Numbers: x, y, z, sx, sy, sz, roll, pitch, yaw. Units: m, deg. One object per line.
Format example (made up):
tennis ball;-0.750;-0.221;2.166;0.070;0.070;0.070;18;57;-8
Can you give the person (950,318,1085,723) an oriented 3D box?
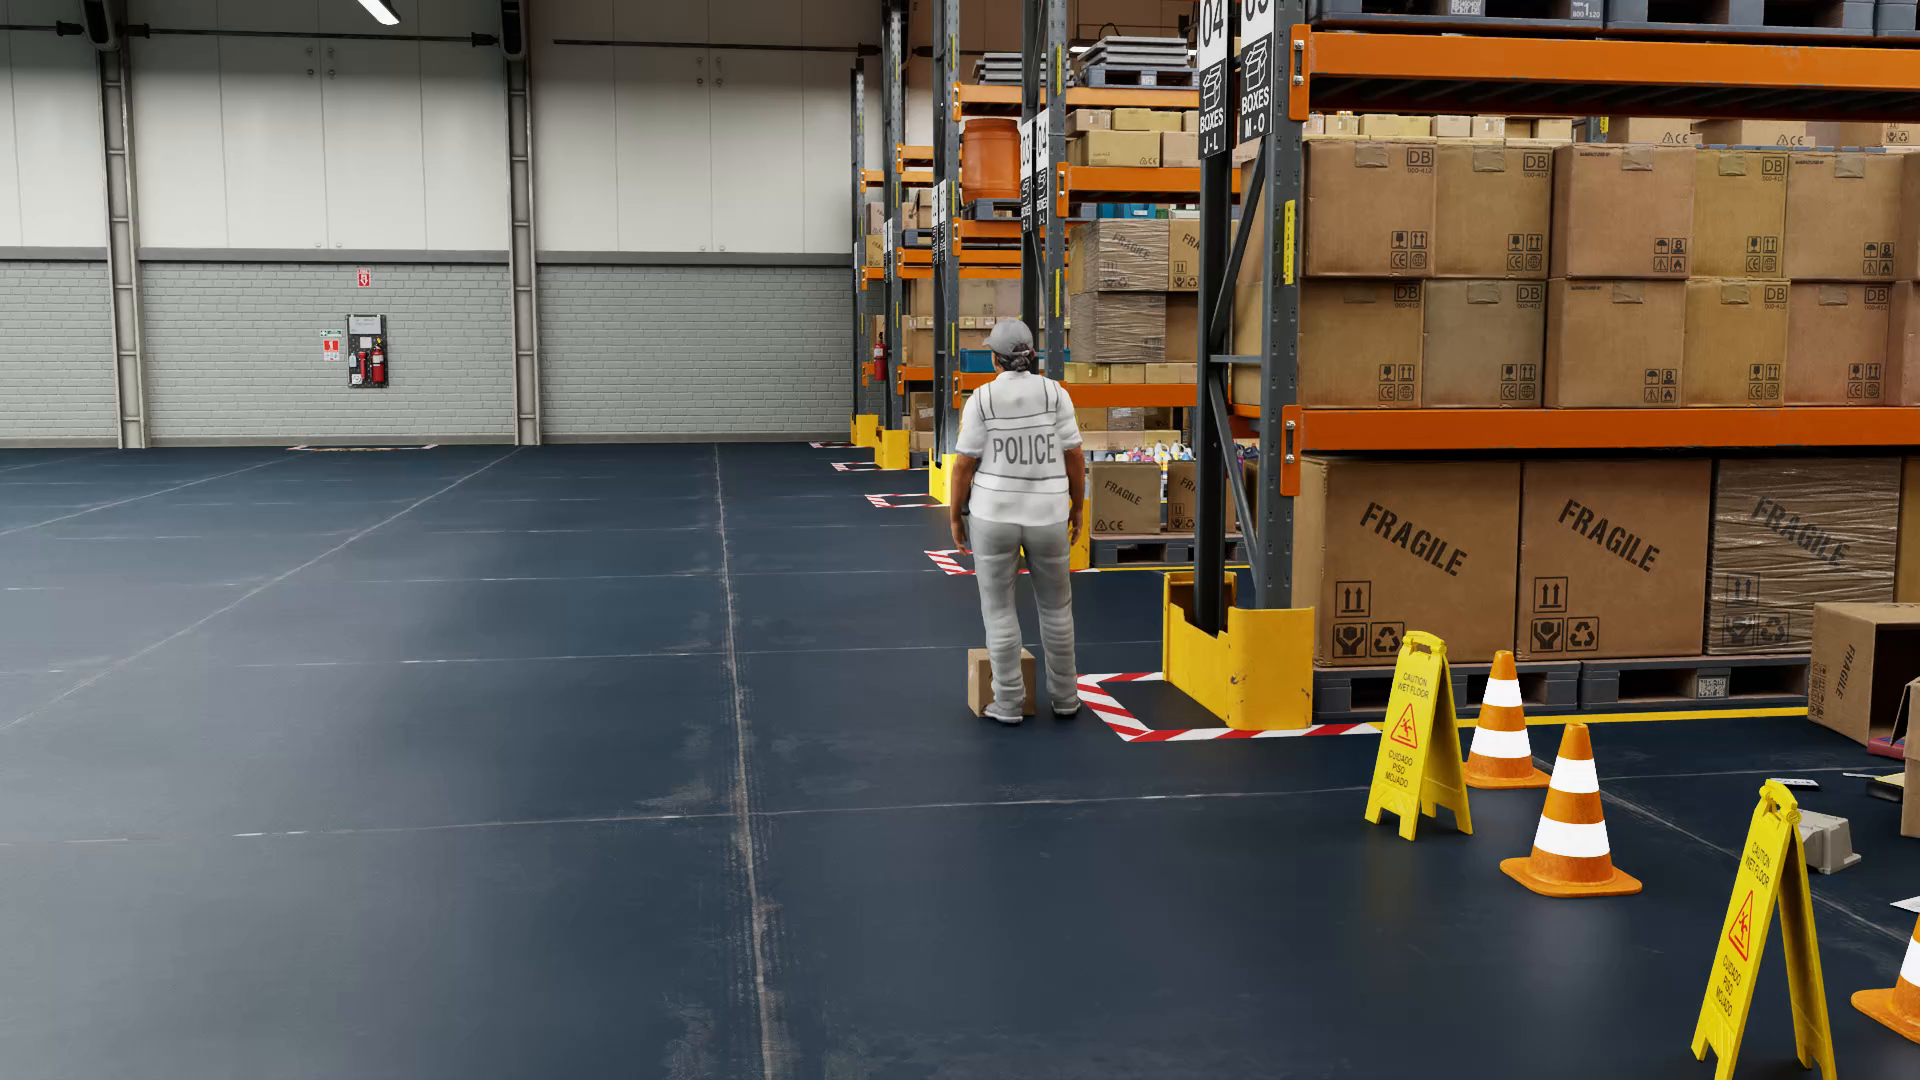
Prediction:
person;0.246;-0.079;6.915;0.599;1.670;0.525;-1;7;-7
